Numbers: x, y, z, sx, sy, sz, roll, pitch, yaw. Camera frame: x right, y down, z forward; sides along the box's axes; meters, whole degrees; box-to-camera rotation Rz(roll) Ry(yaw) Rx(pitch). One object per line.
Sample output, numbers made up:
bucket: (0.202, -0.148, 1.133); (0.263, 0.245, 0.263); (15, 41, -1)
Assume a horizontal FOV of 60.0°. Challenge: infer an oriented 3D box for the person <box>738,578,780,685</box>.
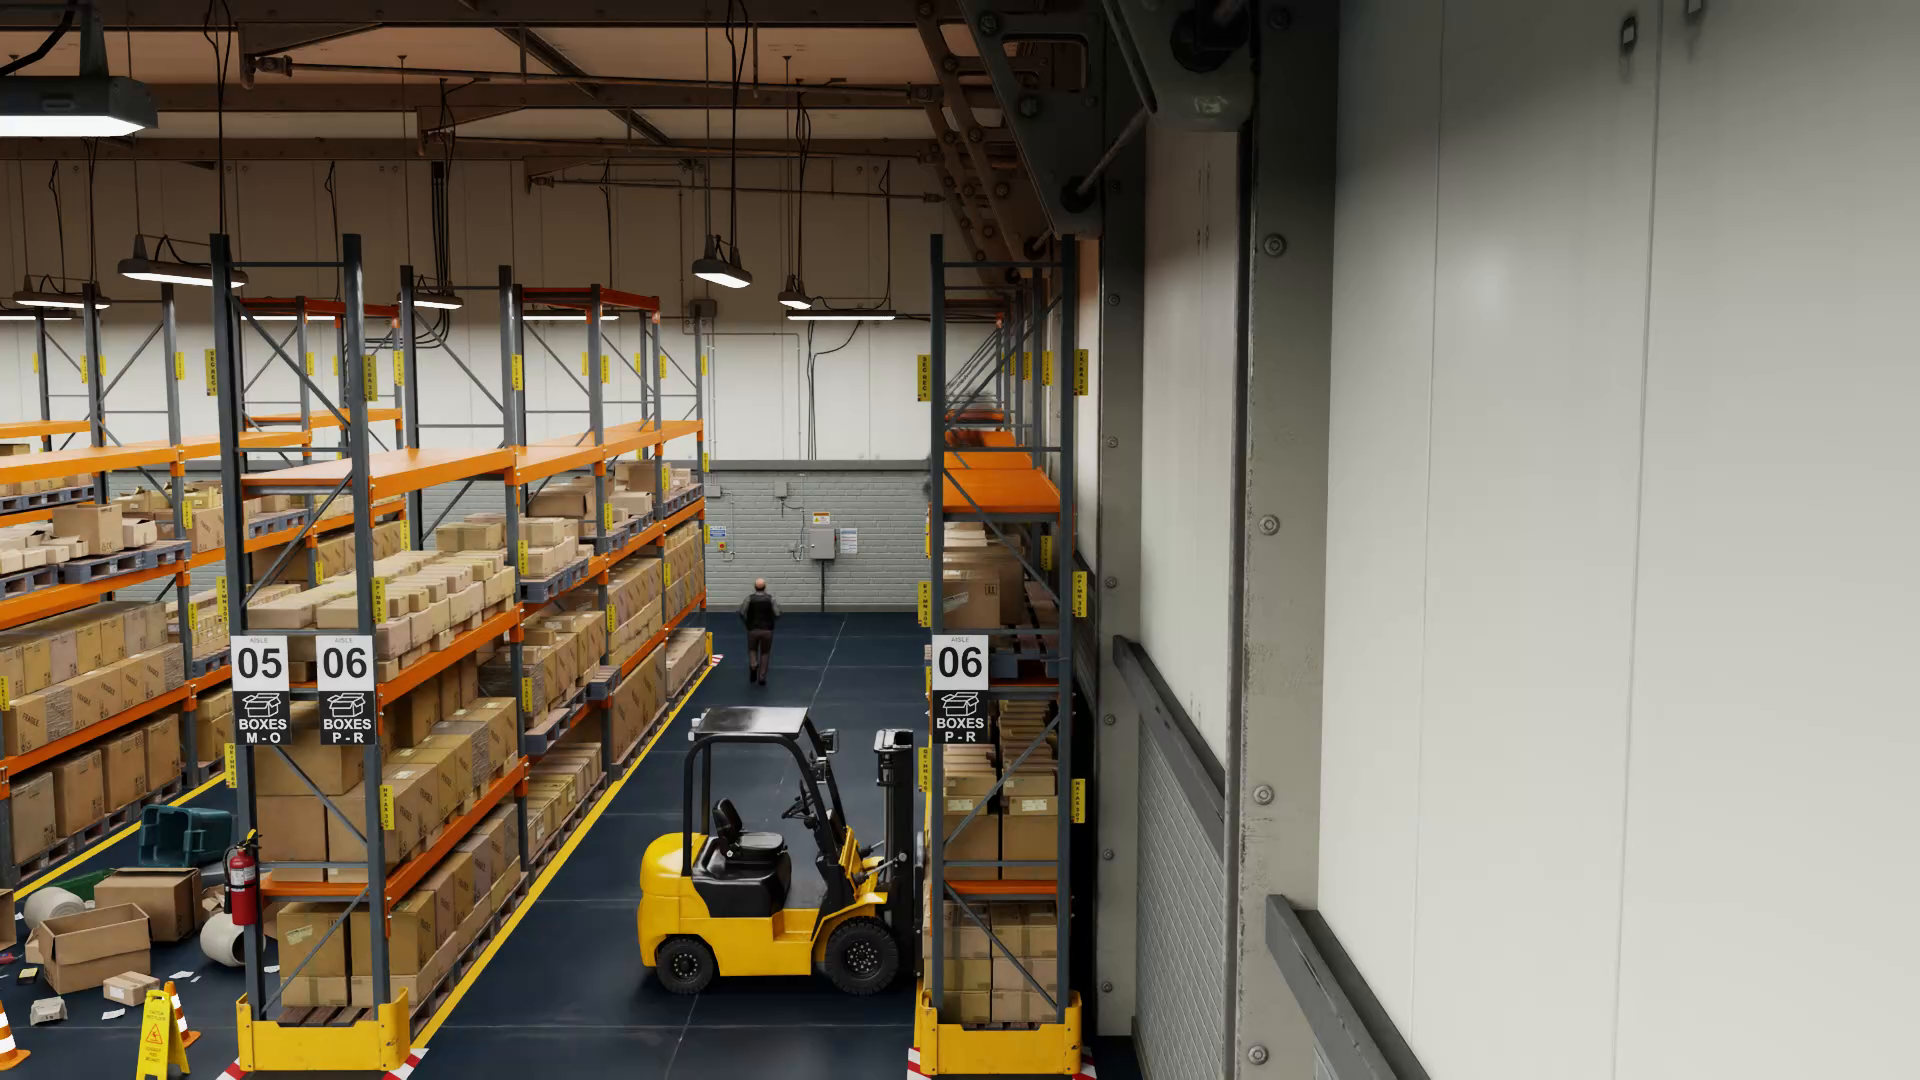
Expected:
person: (-3.164, 1.426, 26.264); (0.651, 1.675, 0.583); (-1, 6, -6)
